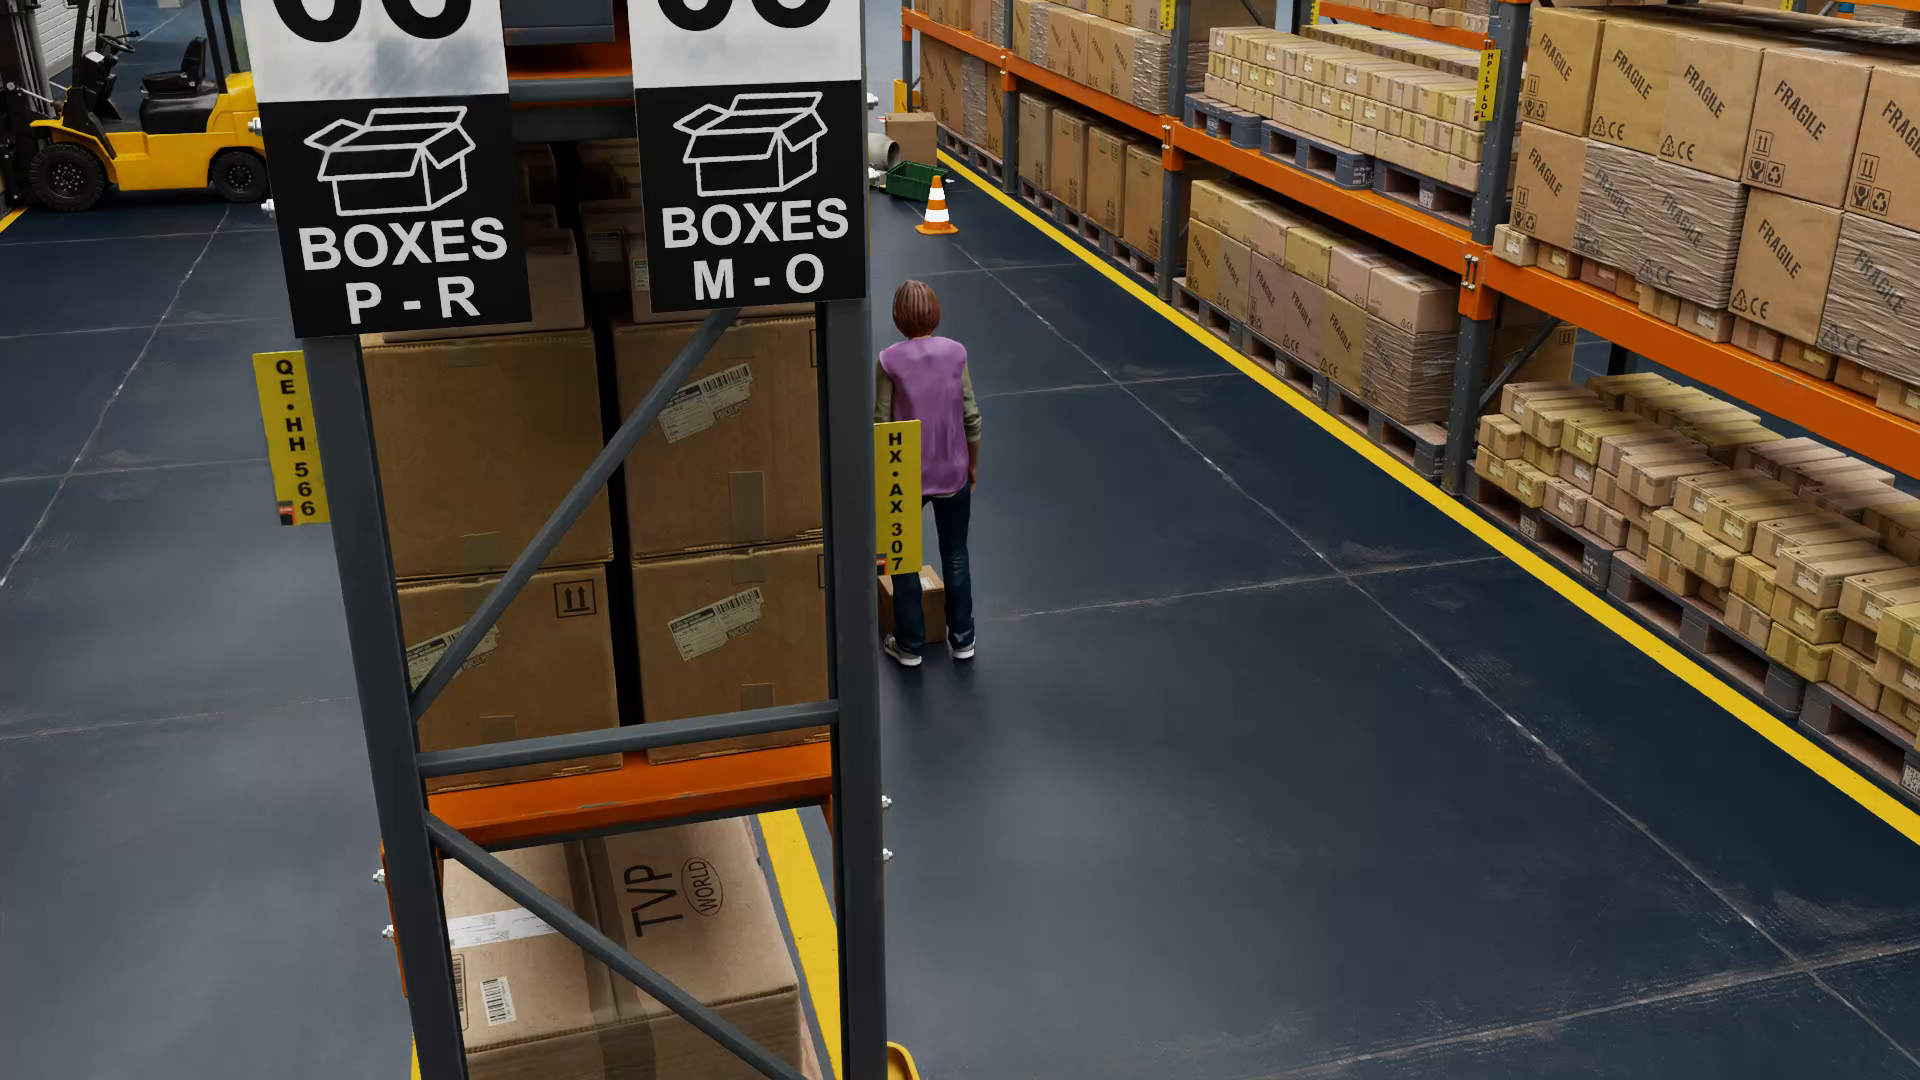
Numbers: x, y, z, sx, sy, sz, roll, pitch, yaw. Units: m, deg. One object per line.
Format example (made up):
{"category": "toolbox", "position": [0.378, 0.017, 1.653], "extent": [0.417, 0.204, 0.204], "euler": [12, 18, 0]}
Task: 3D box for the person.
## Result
{"category": "person", "position": [-0.140, -0.245, 6.681], "extent": [0.466, 1.592, 0.349], "euler": [-6, 24, -15]}
